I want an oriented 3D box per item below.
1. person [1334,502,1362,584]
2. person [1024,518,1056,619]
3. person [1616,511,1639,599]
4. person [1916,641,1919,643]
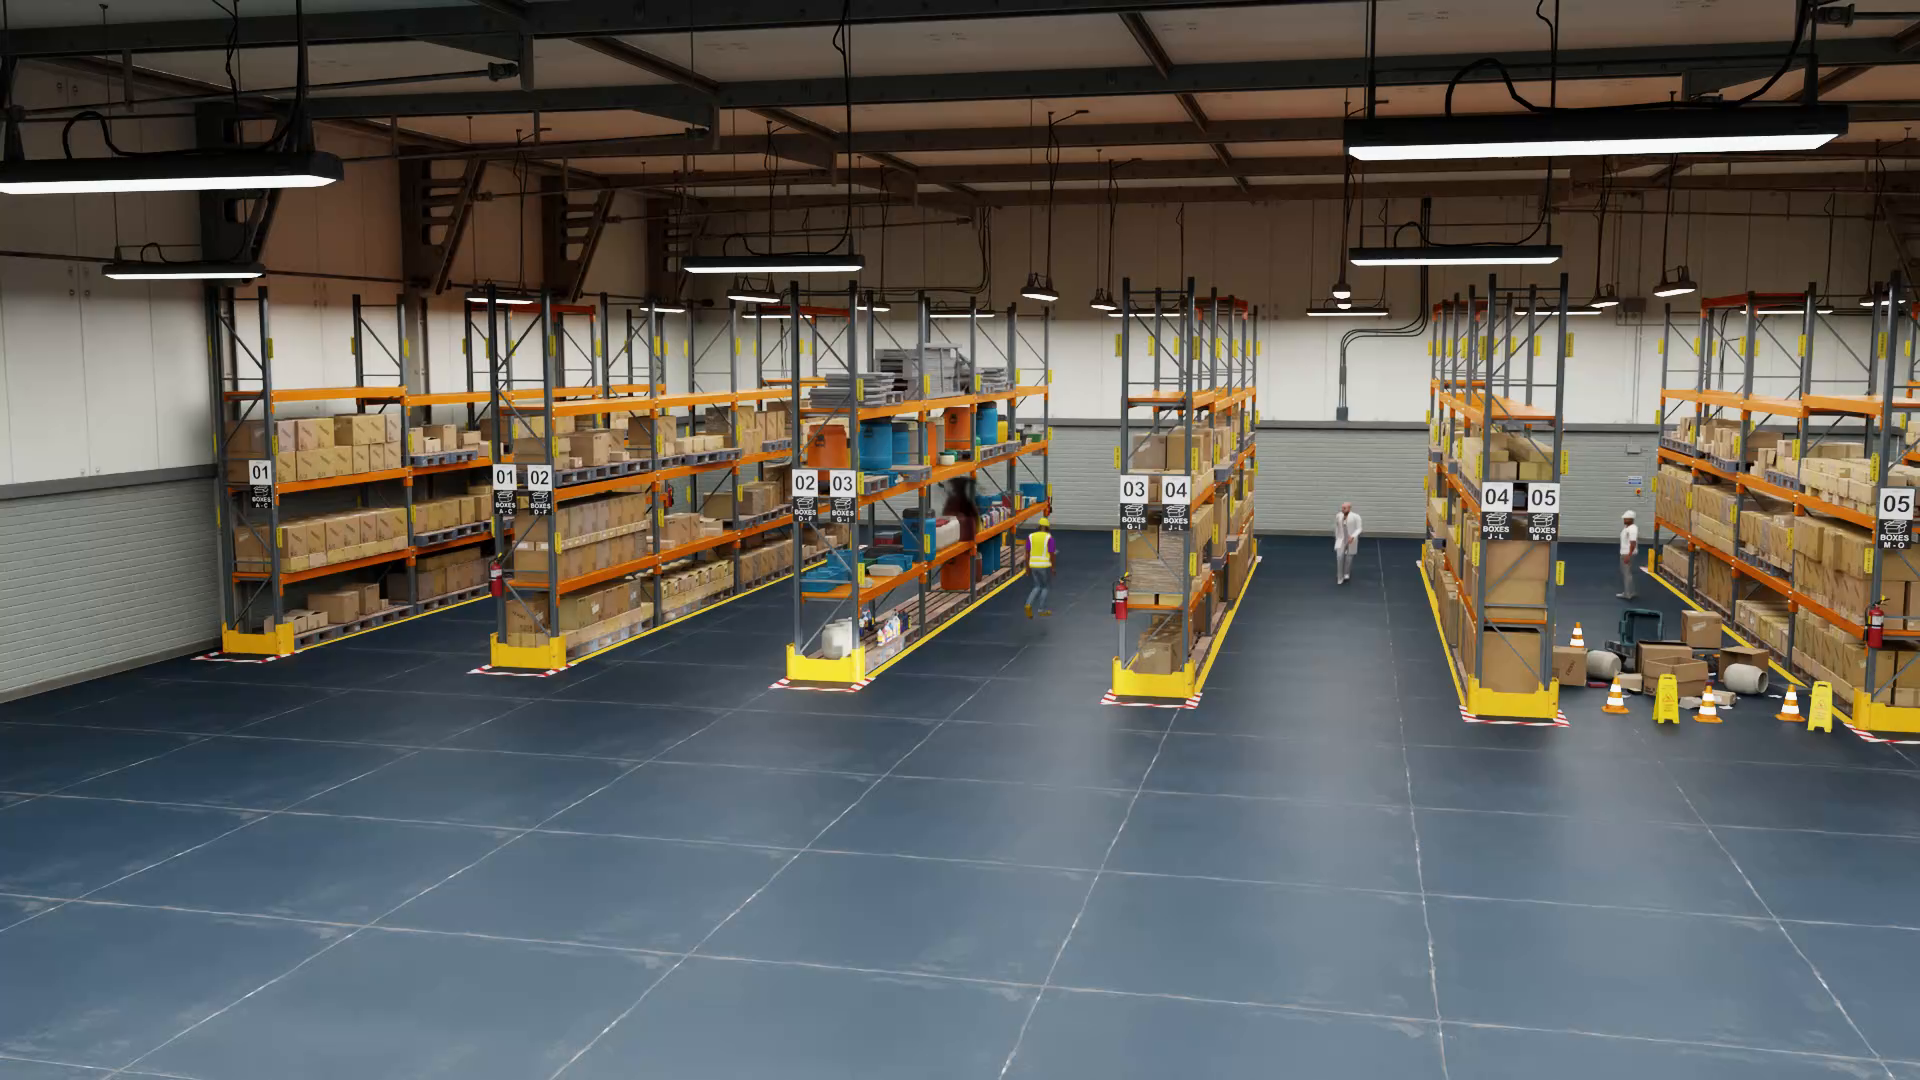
[{"bbox_3d":[8.345,0.075,35.770,0.563,1.812,0.935,2,7,15],"label":"person"},{"bbox_3d":[1.420,0.508,29.300,0.566,1.799,0.557,-6,9,-41],"label":"person"},{"bbox_3d":[13.436,0.307,33.456,0.431,1.800,0.602,5,8,38],"label":"person"},{"bbox_3d":[14.862,1.284,25.572,0.544,1.619,0.606,-3,7,-21],"label":"person"}]
